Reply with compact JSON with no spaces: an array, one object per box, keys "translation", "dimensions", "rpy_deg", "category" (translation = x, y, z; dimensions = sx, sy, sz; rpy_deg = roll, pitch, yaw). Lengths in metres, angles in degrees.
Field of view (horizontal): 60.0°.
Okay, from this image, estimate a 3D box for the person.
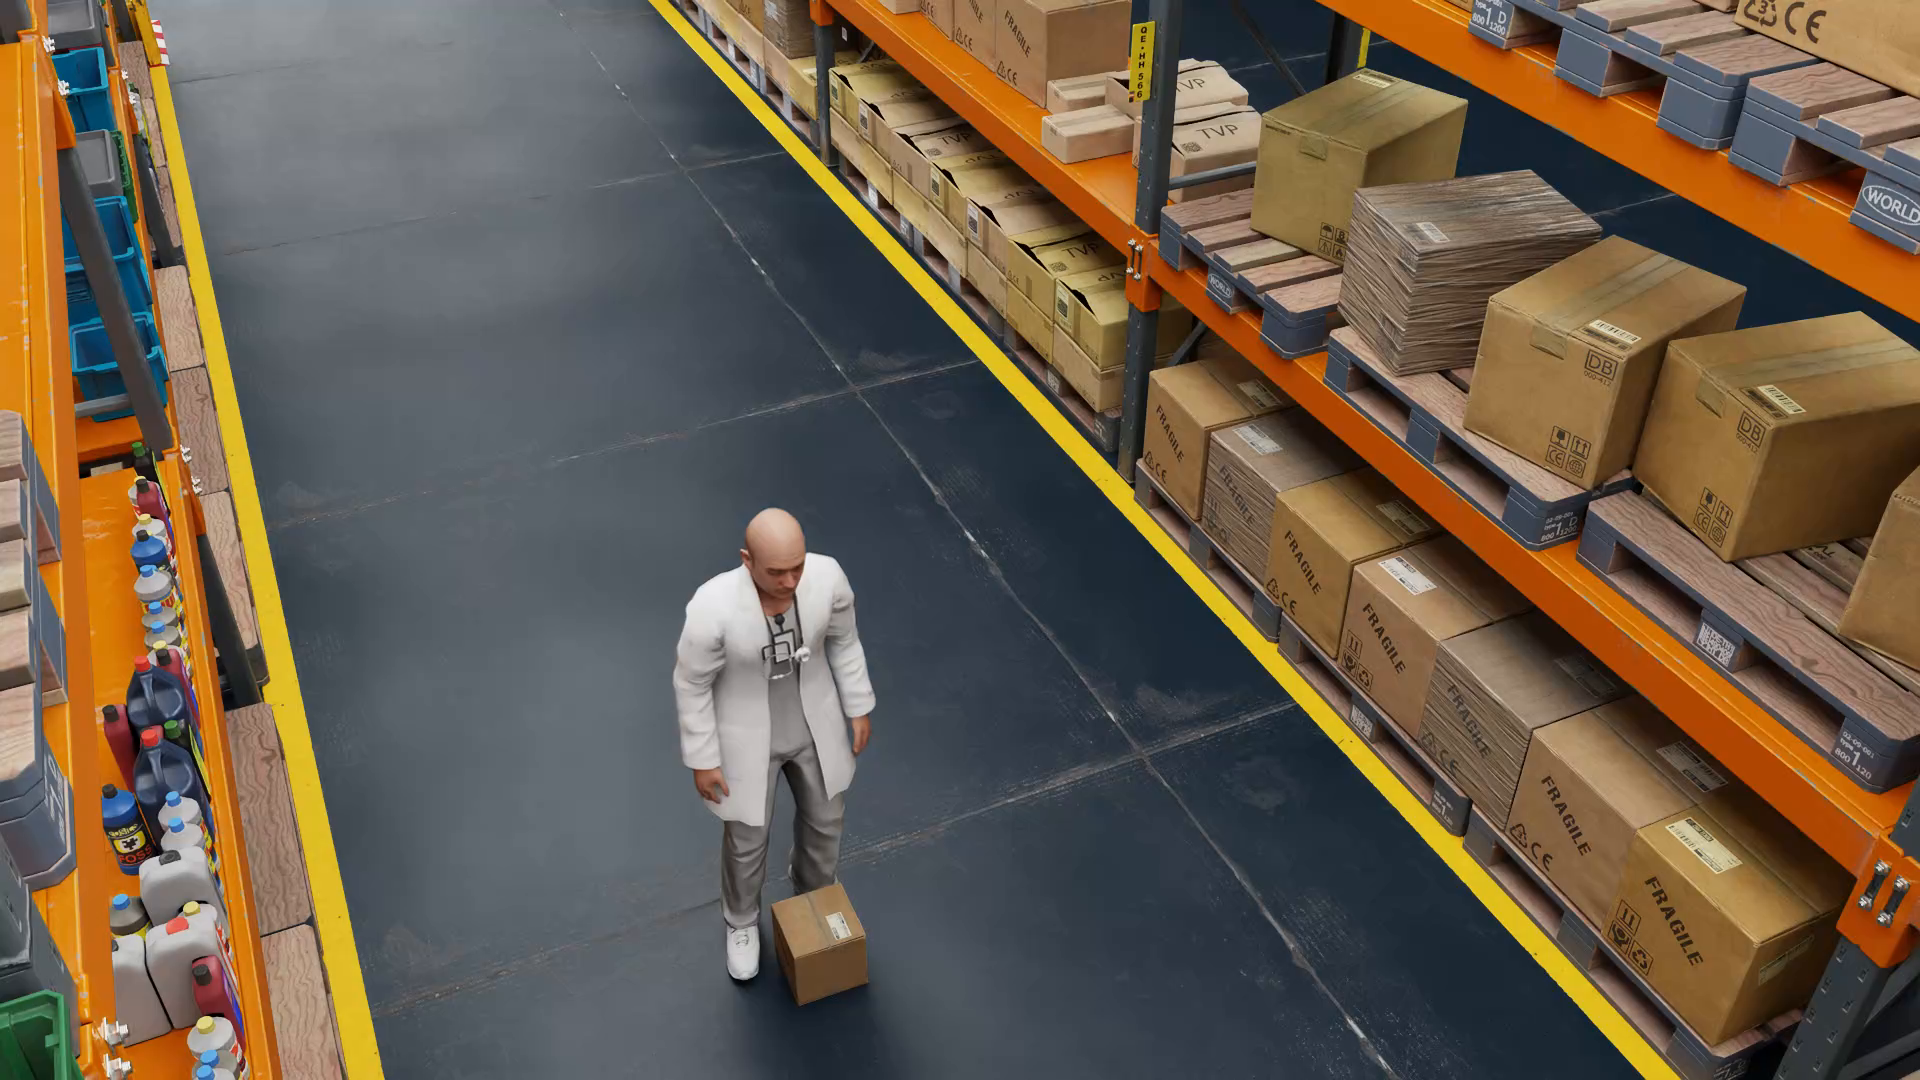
[{"translation":[-0.578,0.620,5.333],"dimensions":[0.656,1.774,0.416],"rpy_deg":[-17,40,-21],"category":"person"}]
